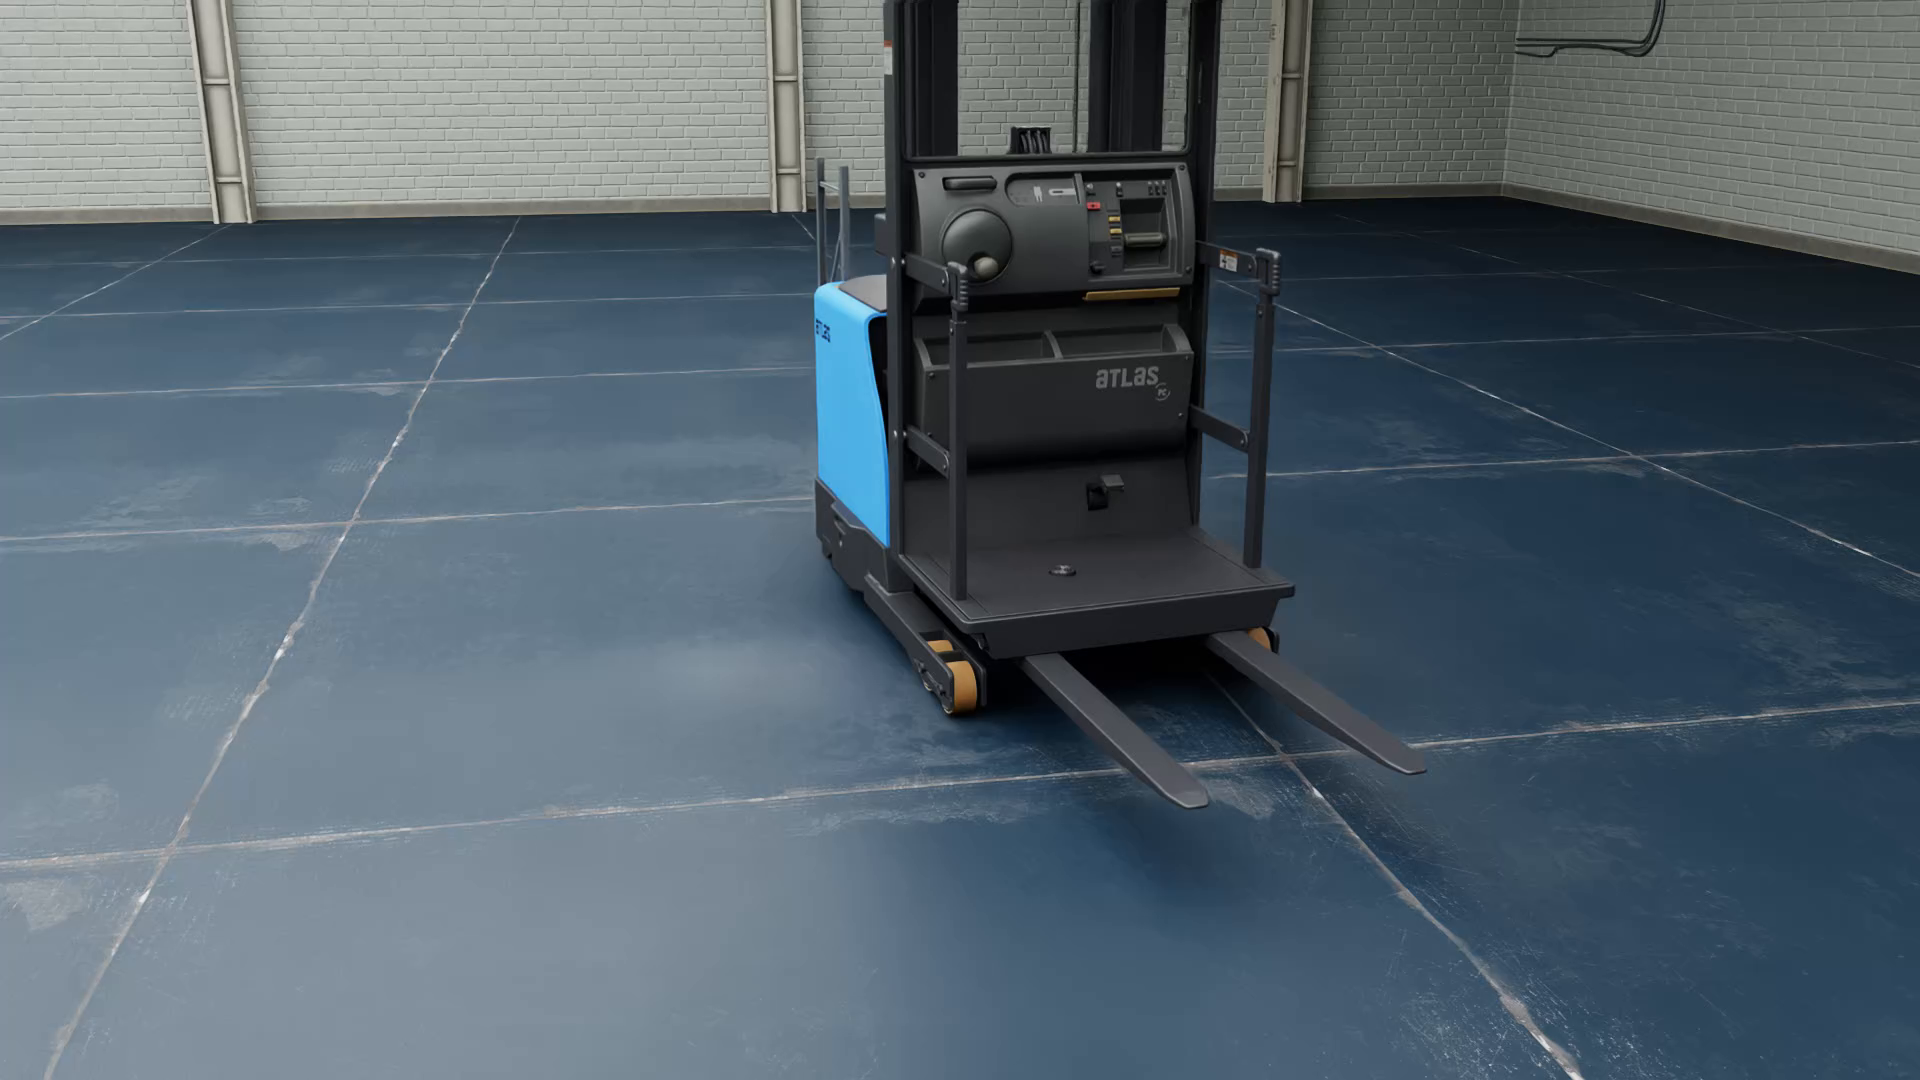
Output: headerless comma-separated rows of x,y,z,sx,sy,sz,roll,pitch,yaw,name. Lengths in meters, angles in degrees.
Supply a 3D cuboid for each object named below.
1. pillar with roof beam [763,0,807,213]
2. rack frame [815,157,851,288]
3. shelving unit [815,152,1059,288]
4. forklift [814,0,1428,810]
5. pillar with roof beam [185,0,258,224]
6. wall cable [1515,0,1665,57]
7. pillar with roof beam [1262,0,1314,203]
-1.158,-6.854,13.801,0.400,9.000,9.100,-3,17,-10,pillar with roof beam
-0.509,-0.782,6.805,0.032,1.500,0.500,-5,18,-16,rack frame
-0.021,-0.824,6.941,1.048,1.500,0.538,-5,18,-16,shelving unit
0.378,-1.001,5.078,1.130,2.935,3.031,-6,18,-18,forklift
-7.049,-6.520,12.713,0.400,9.000,9.100,-3,17,-10,pillar with roof beam
7.059,-6.728,18.679,0.112,2.526,3.097,-3,17,-10,wall cable
4.733,-7.188,14.889,0.400,9.000,9.100,-3,17,-10,pillar with roof beam
